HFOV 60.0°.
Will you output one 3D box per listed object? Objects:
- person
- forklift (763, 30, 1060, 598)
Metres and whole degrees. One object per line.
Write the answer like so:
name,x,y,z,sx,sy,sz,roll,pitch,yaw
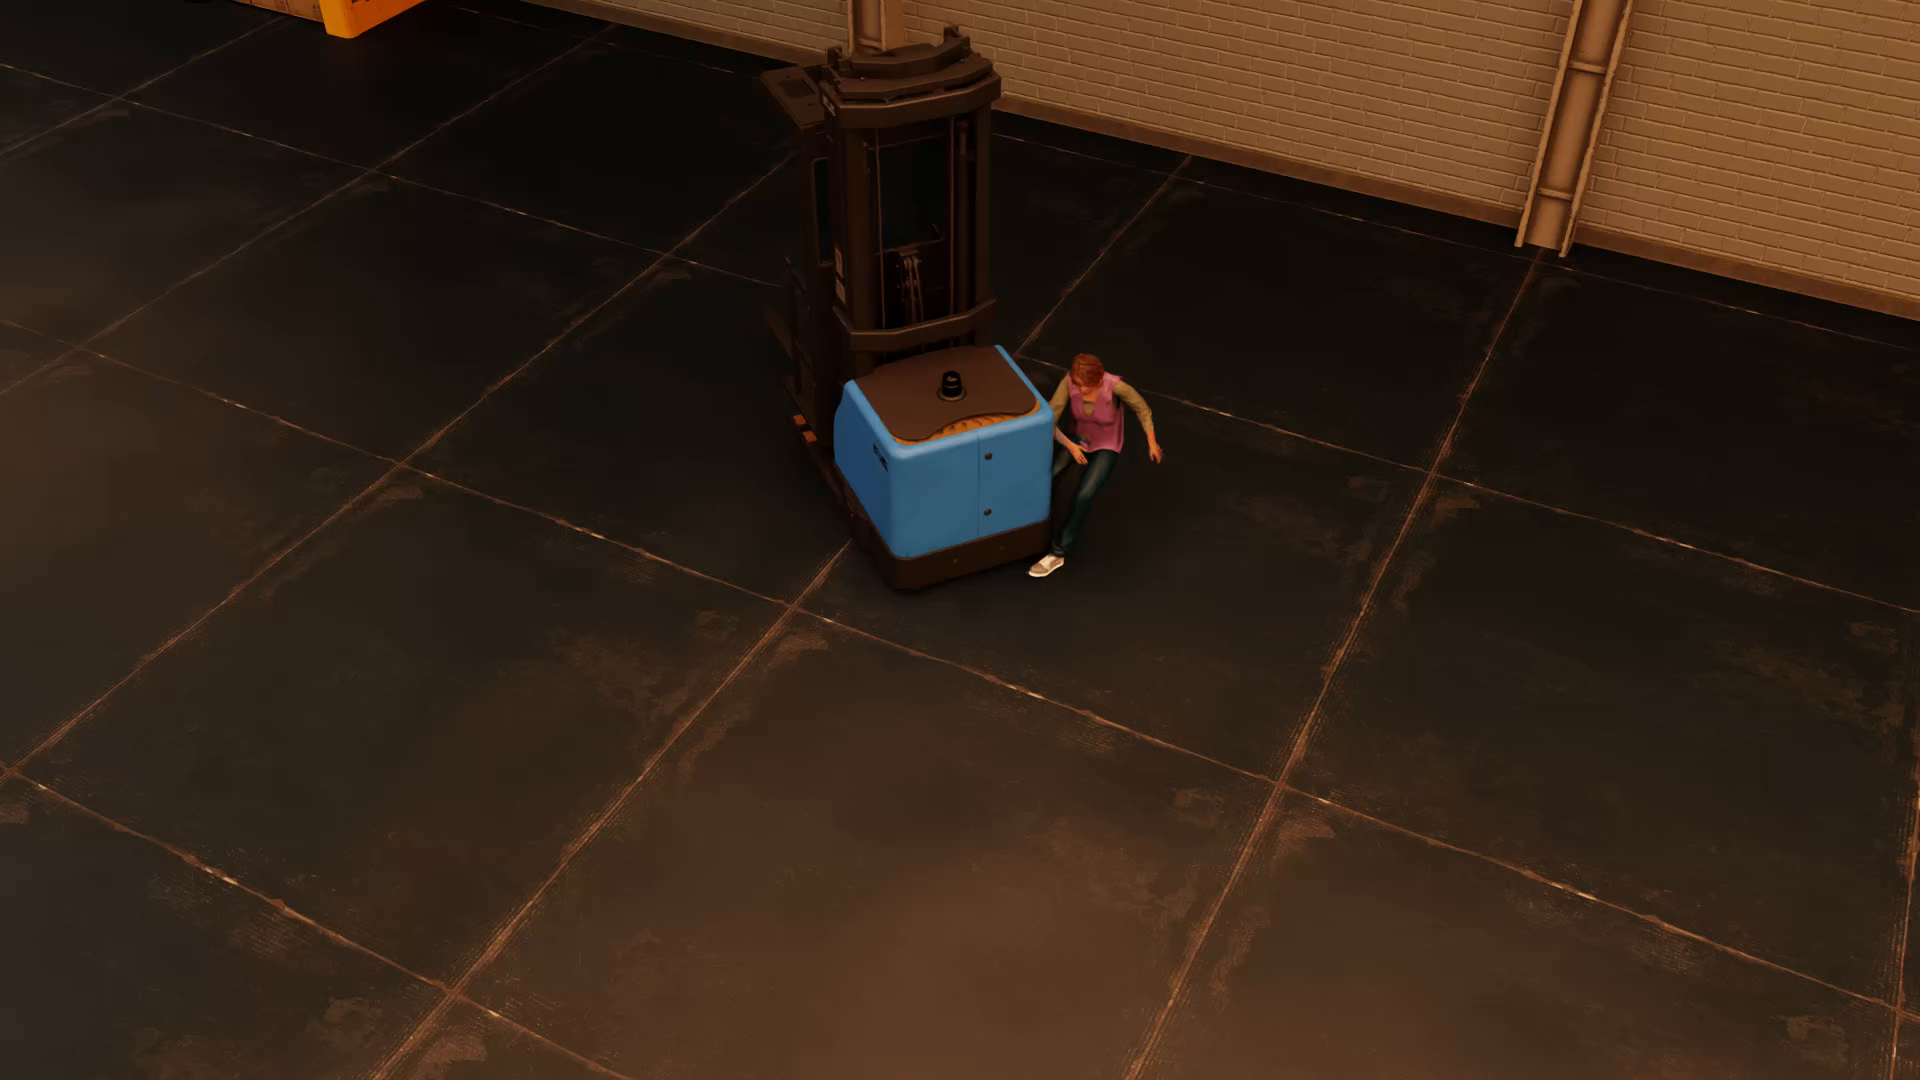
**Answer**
person,0.928,-0.540,9.910,1.136,1.251,0.757,6,40,7
forklift,-0.463,-1.732,10.043,1.130,2.935,3.031,-16,43,-18
